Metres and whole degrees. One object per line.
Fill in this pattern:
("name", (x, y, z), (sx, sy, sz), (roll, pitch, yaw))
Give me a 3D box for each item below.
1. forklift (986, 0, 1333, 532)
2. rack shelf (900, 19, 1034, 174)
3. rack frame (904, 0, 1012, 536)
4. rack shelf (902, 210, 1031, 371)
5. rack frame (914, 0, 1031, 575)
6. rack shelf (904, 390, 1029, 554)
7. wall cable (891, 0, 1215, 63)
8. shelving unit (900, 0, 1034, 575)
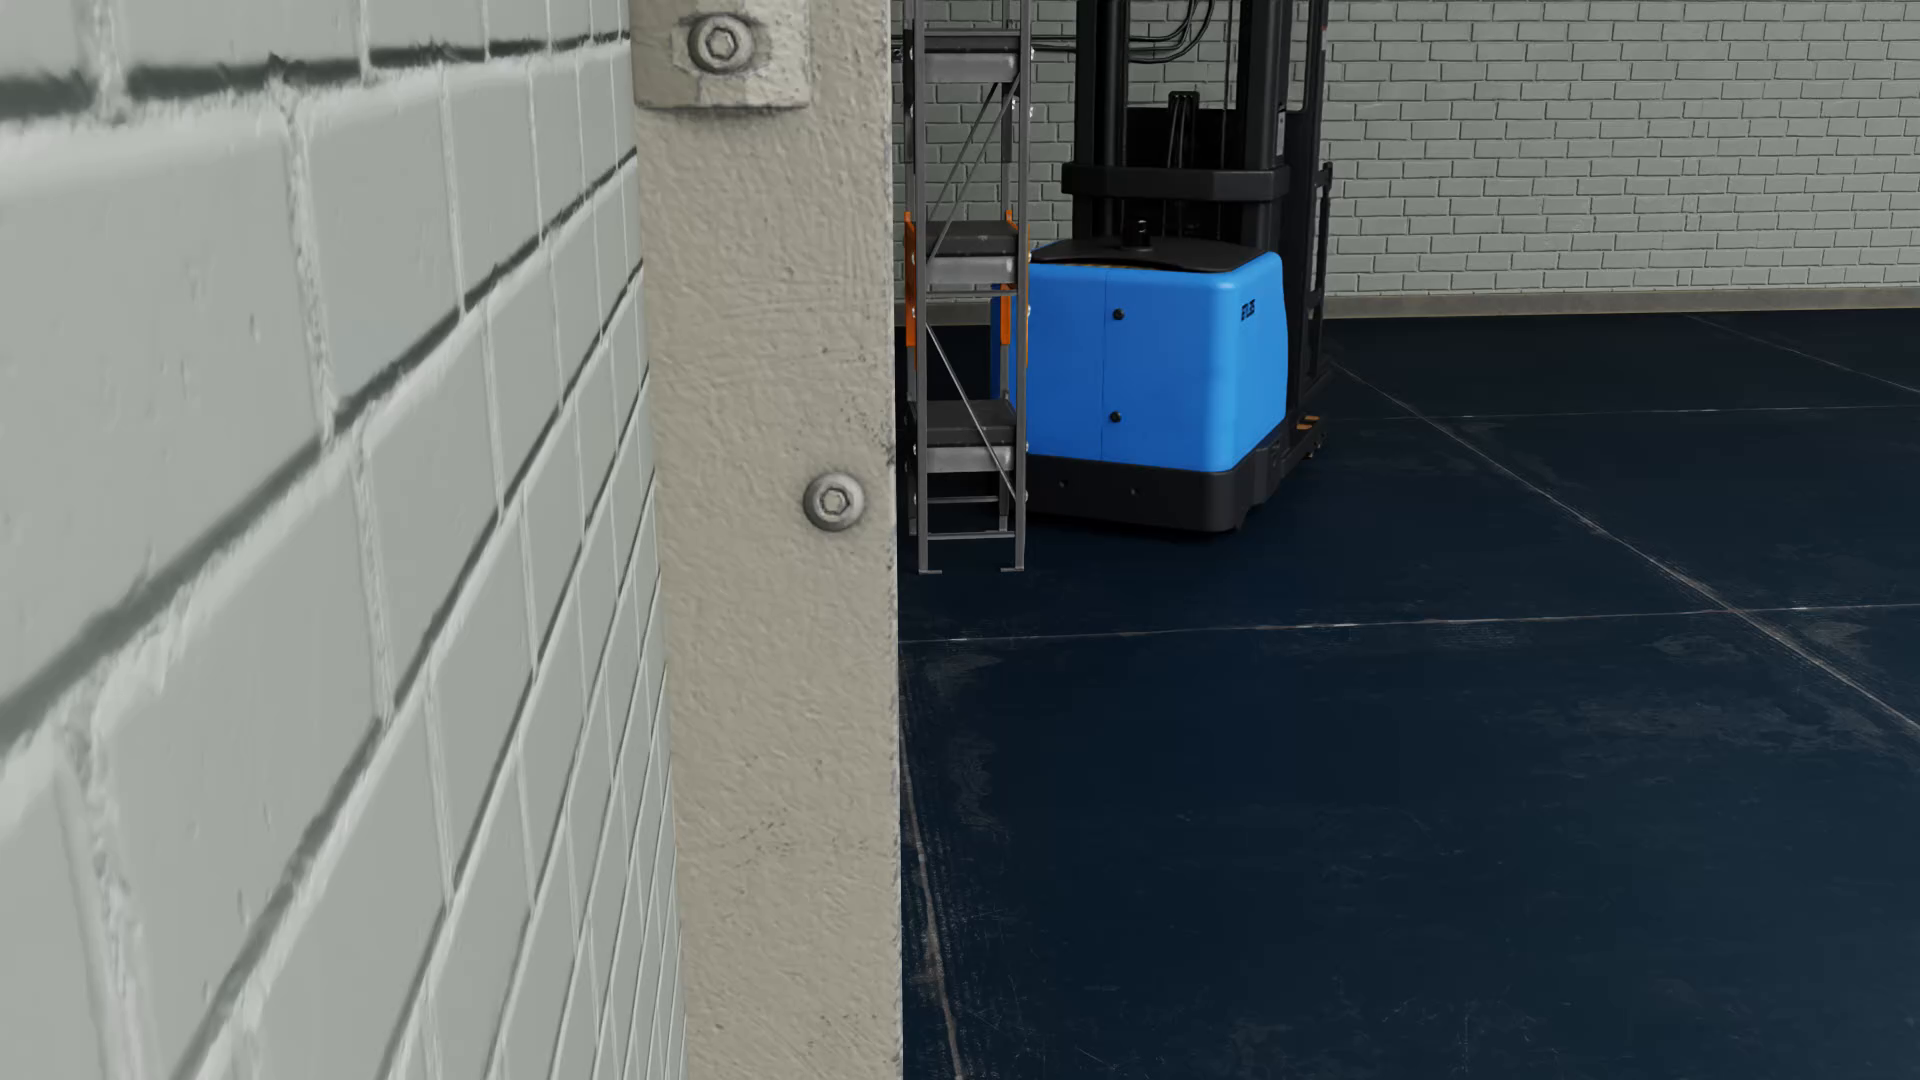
("forklift", (1.145, -1.829, 7.610), (1.130, 2.935, 3.031), (7, 19, 22))
("rack shelf", (0.017, -1.607, 6.000), (0.431, 0.518, 0.480), (-2, 18, -6))
("rack frame", (-0.008, -1.025, 6.437), (0.400, 2.100, 0.015), (-2, 18, -6))
("rack shelf", (0.017, -0.939, 6.210), (0.431, 0.518, 0.480), (-2, 18, -6))
("rack frame", (0.042, -0.880, 5.974), (0.400, 2.100, 0.015), (-2, 18, -6))
("rack shelf", (0.017, -0.272, 6.419), (0.431, 0.518, 0.480), (-2, 18, -6))
("wall cable", (0.138, -4.271, 10.442), (3.097, 2.526, 0.112), (-2, 18, -6))
("shelving unit", (0.017, -0.952, 6.205), (0.431, 2.100, 0.503), (-2, 18, -6))
